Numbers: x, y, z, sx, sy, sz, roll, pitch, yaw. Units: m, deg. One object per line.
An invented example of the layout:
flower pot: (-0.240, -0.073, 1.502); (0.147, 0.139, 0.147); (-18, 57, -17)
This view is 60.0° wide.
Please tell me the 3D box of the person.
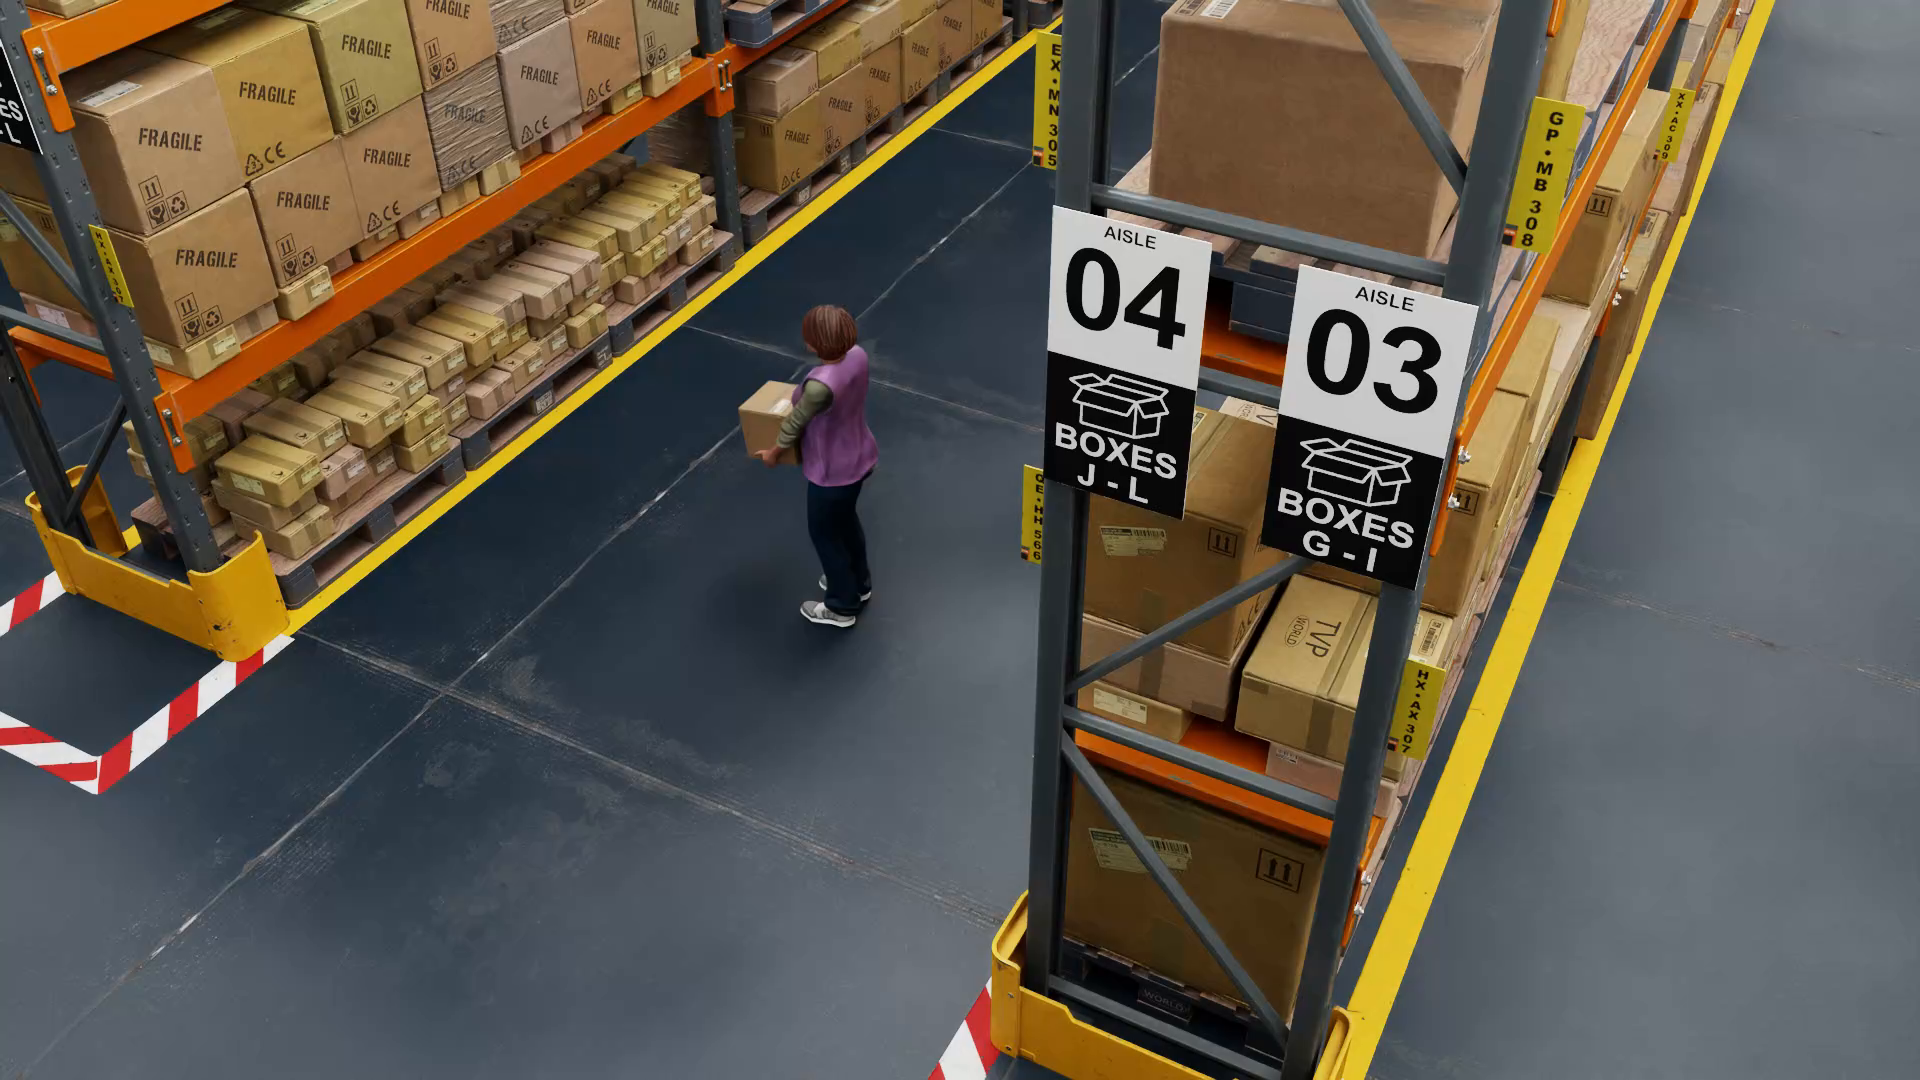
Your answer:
person: (-0.603, -0.334, 7.178); (0.501, 1.600, 0.375); (17, 42, 21)
